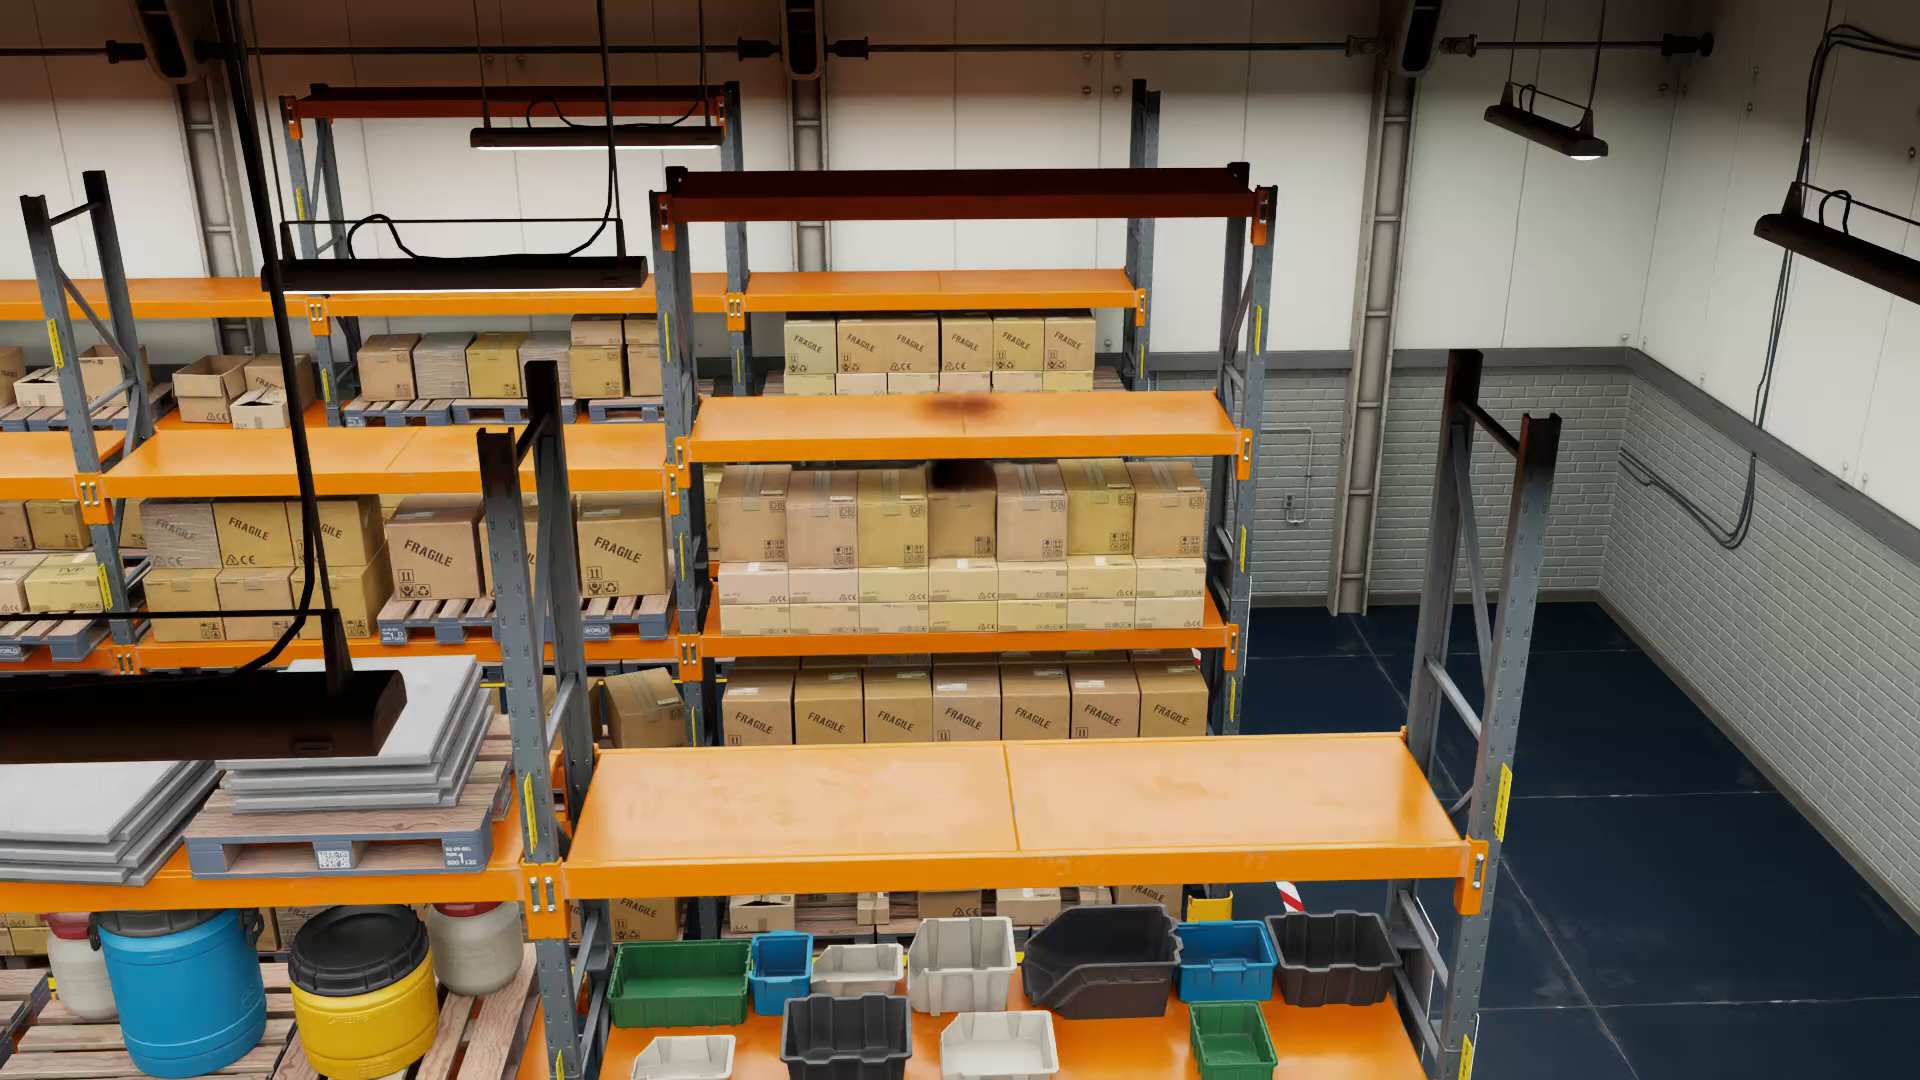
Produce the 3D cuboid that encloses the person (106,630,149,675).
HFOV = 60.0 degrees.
[{"bbox_3d":[-7.945,1.294,15.891,0.581,1.642,0.440,15,27,33],"label":"person"}]
